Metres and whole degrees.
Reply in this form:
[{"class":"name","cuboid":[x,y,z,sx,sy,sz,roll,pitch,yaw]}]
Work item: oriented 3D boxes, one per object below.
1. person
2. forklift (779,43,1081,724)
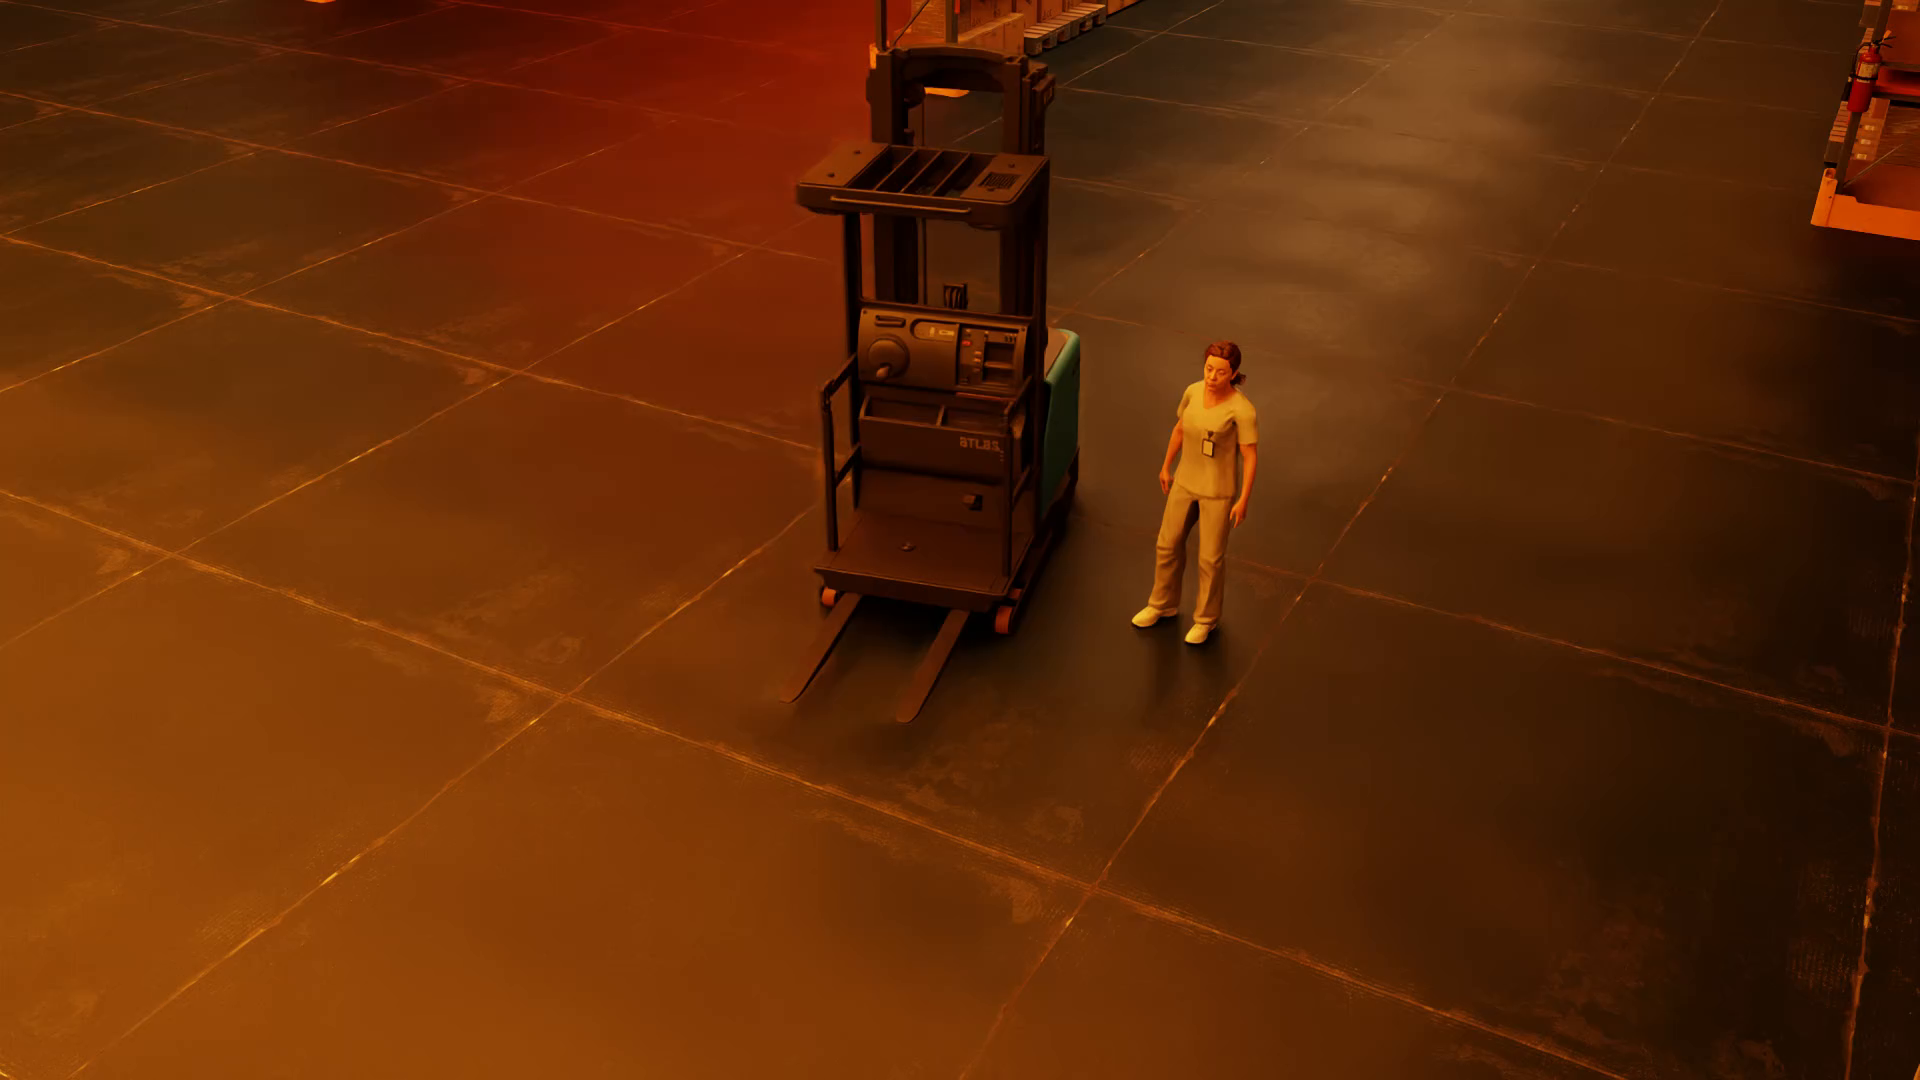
[{"class":"person","cuboid":[1.273,-0.253,8.769,0.558,1.674,0.466,24,38,35]},{"class":"forklift","cuboid":[-0.154,-0.966,8.745,1.130,2.935,3.031,8,31,14]}]
